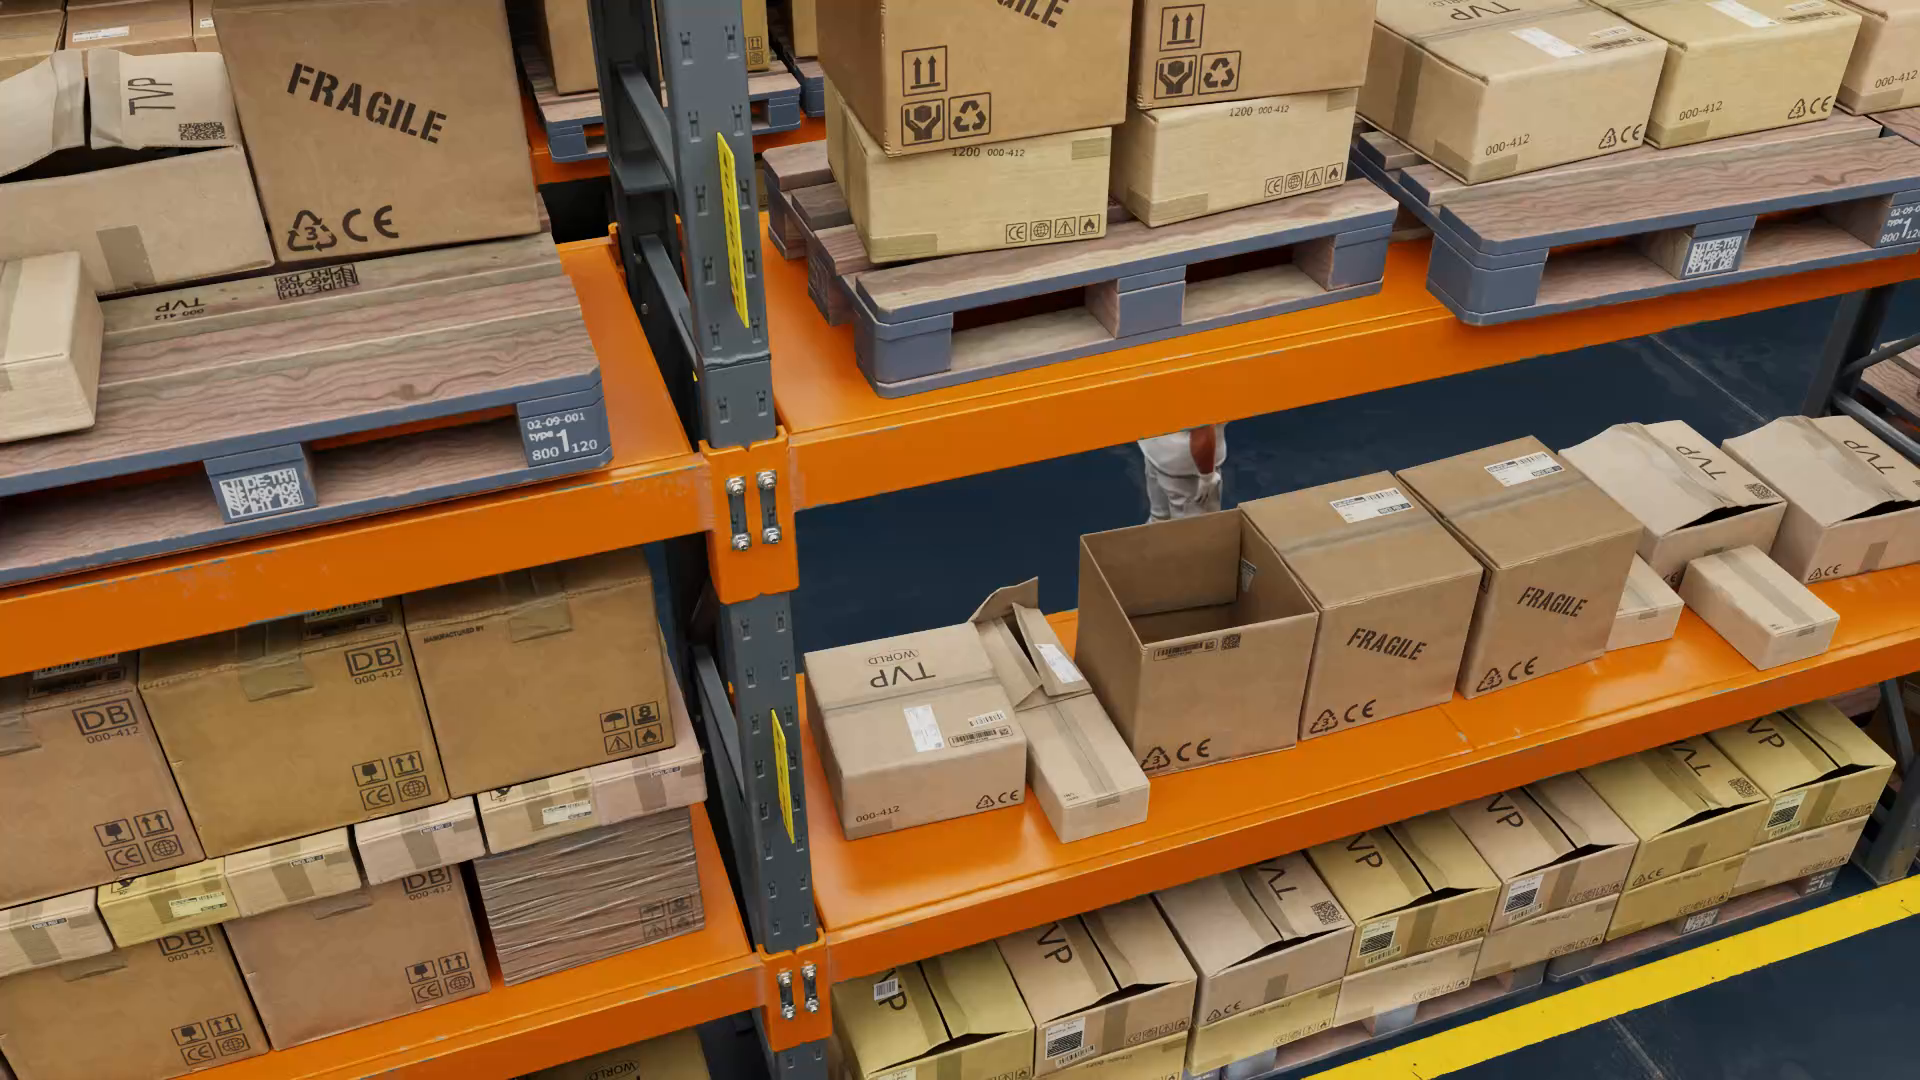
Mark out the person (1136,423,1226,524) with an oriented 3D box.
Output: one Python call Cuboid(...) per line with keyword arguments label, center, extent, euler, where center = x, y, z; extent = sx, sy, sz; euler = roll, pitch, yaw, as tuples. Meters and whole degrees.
Cuboid(label="person", center=(0.878, -0.350, 6.598), extent=(0.358, 1.777, 0.528), euler=(-12, 39, -15))
